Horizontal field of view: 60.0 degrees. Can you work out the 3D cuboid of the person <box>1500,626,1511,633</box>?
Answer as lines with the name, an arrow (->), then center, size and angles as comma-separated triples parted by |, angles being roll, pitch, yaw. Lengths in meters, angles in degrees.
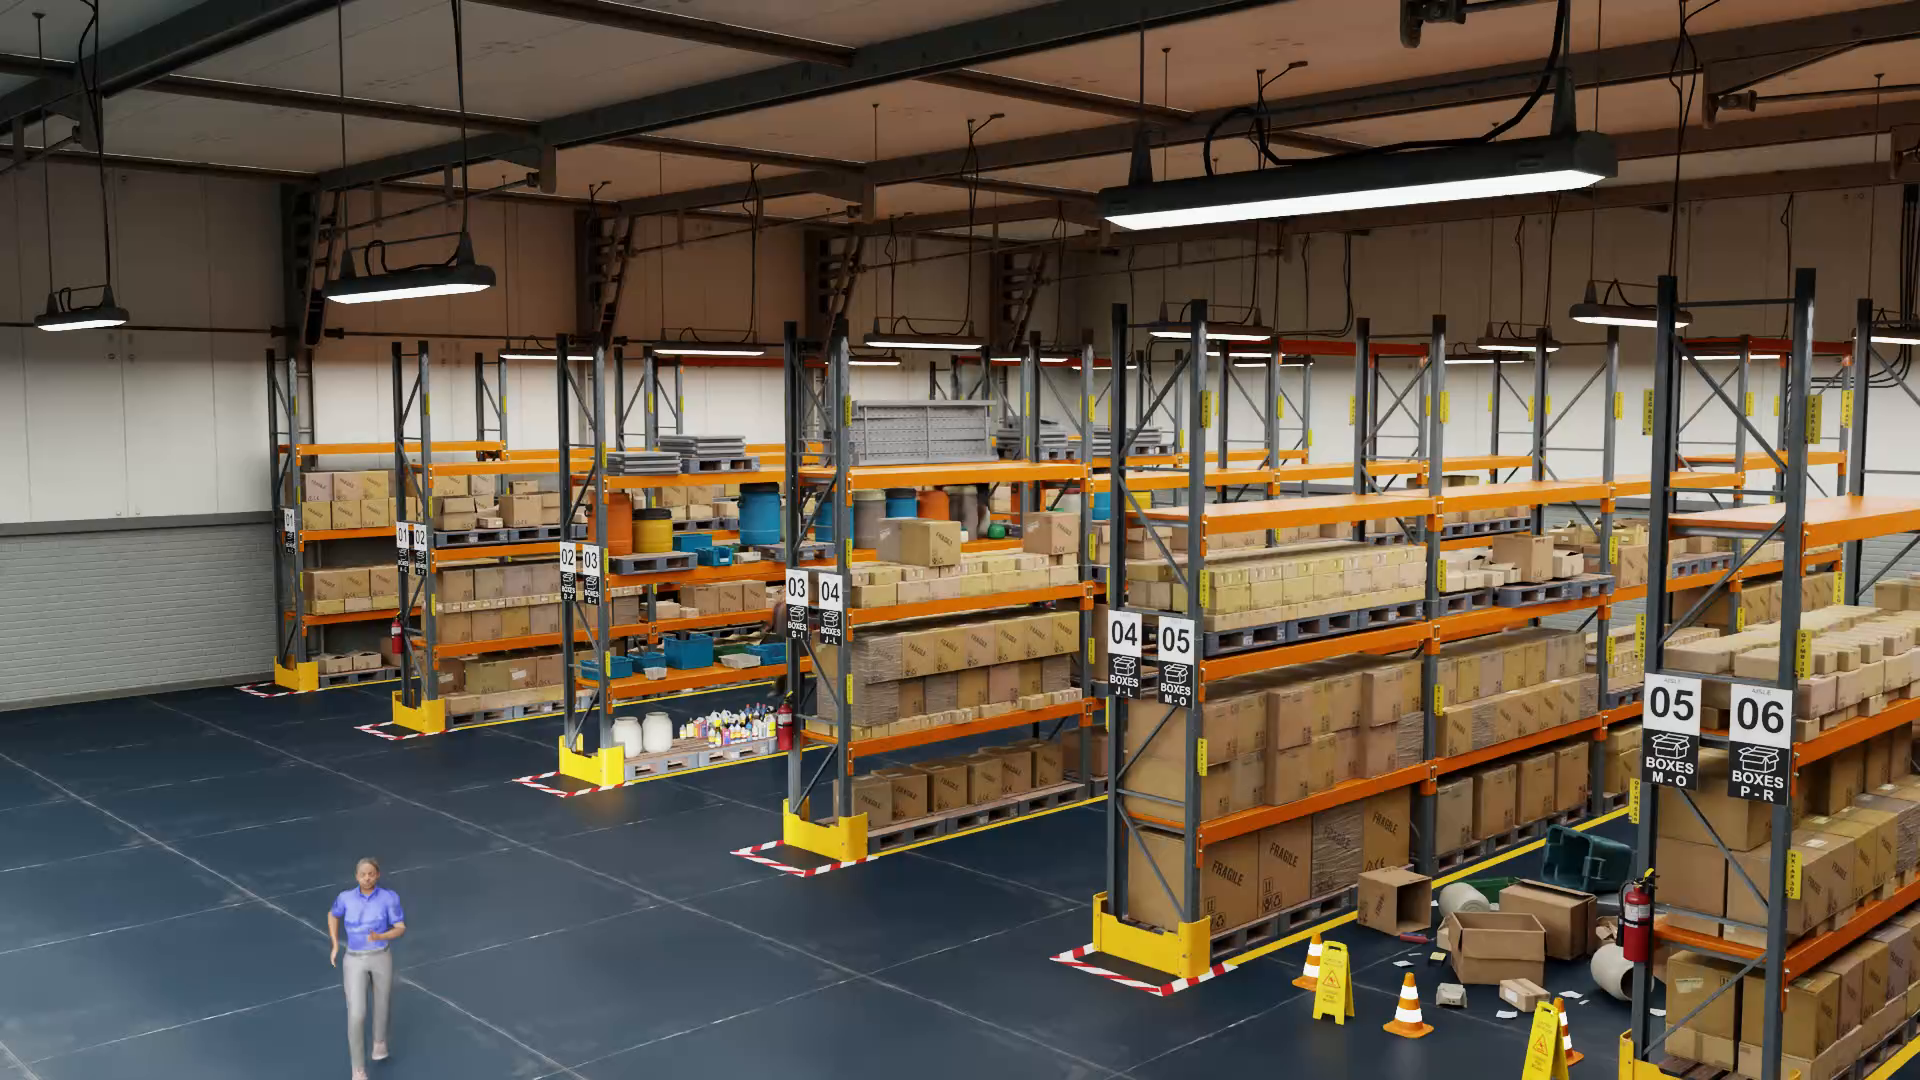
person -> 8.581, 2.235, 26.060 | 0.525, 1.363, 0.822 | 4, 6, 37

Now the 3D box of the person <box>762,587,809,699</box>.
person -> -2.817, 1.655, 27.120 | 0.711, 1.780, 0.923 | 4, 6, 40

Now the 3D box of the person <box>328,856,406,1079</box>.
person -> -4.488, 3.253, 12.615 | 0.545, 1.720, 0.752 | -2, 5, -22
